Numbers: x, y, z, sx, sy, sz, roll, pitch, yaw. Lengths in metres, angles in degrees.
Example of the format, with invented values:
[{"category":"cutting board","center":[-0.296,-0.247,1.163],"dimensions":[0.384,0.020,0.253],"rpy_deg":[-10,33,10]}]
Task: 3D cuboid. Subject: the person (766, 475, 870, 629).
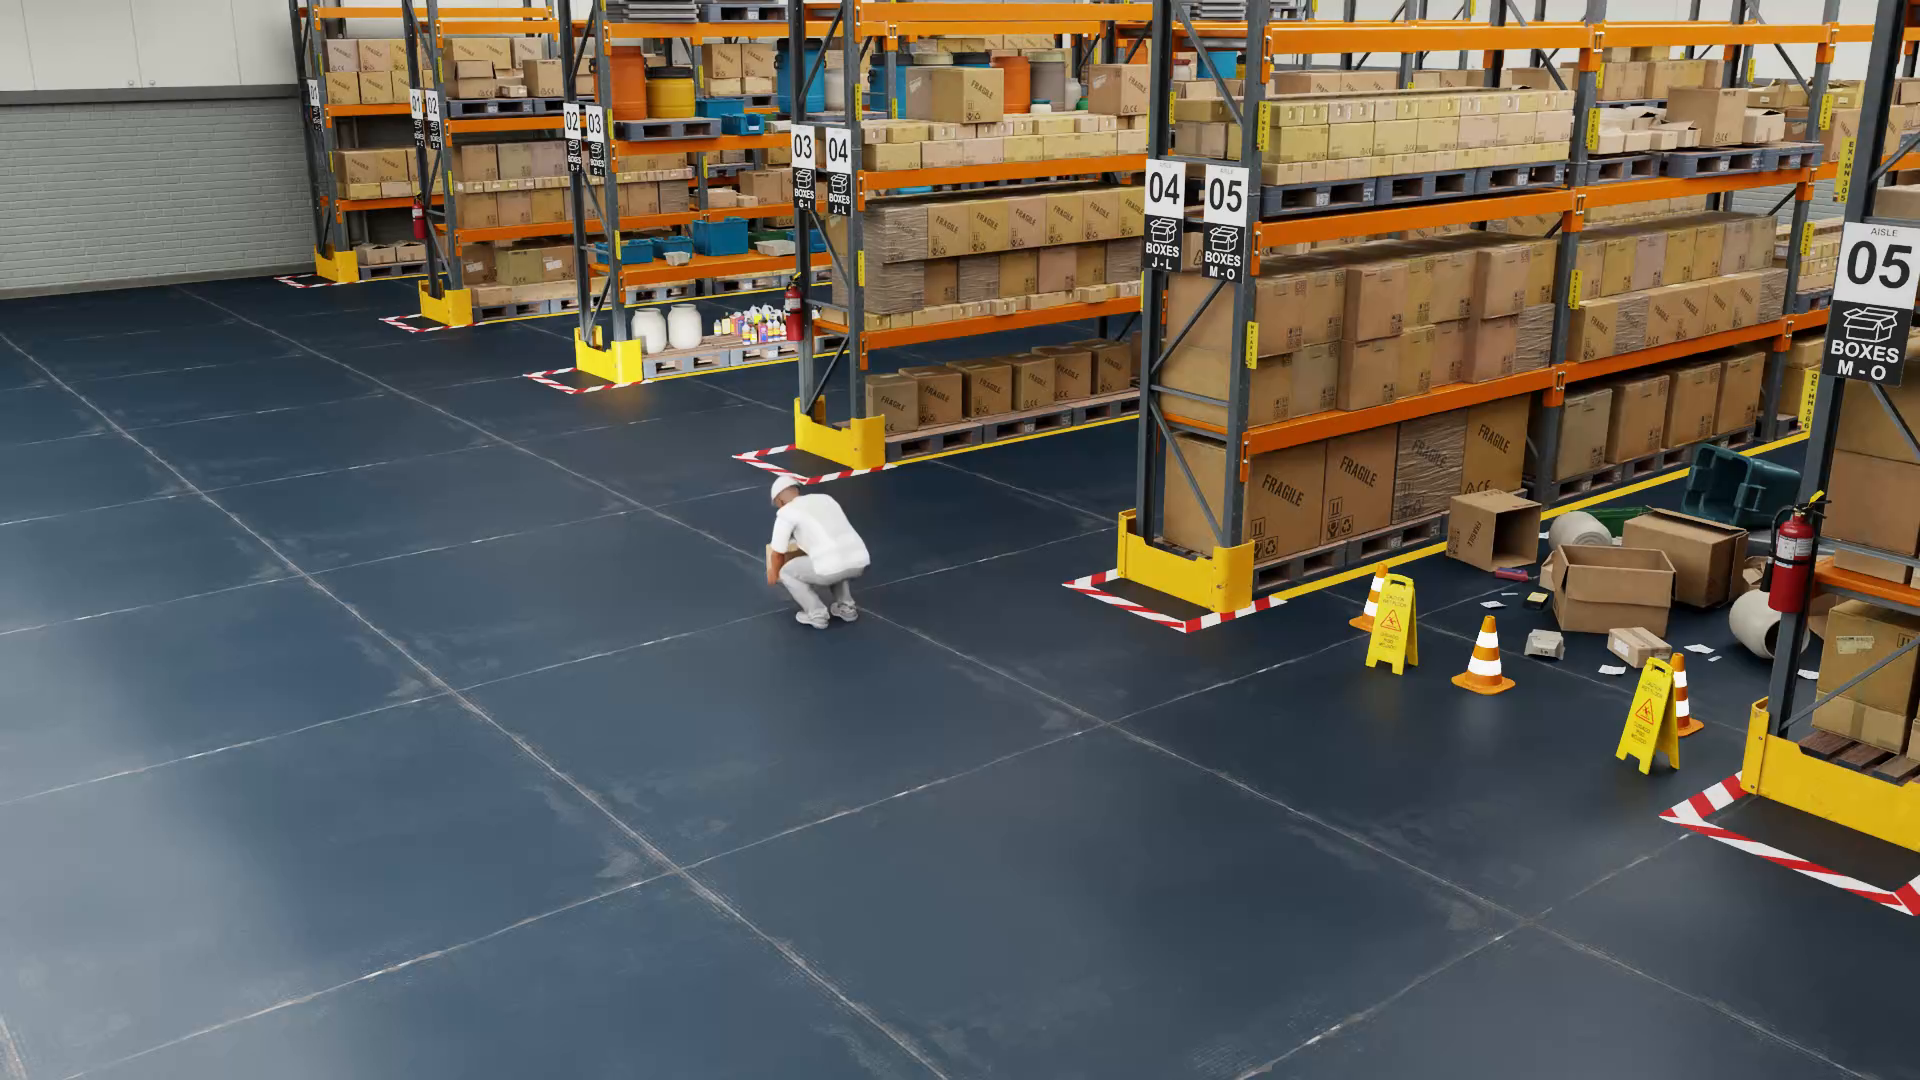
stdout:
[{"category":"person","center":[-1.071,0.078,12.032],"dimensions":[0.546,1.011,0.902],"rpy_deg":[-14,22,-37]}]
